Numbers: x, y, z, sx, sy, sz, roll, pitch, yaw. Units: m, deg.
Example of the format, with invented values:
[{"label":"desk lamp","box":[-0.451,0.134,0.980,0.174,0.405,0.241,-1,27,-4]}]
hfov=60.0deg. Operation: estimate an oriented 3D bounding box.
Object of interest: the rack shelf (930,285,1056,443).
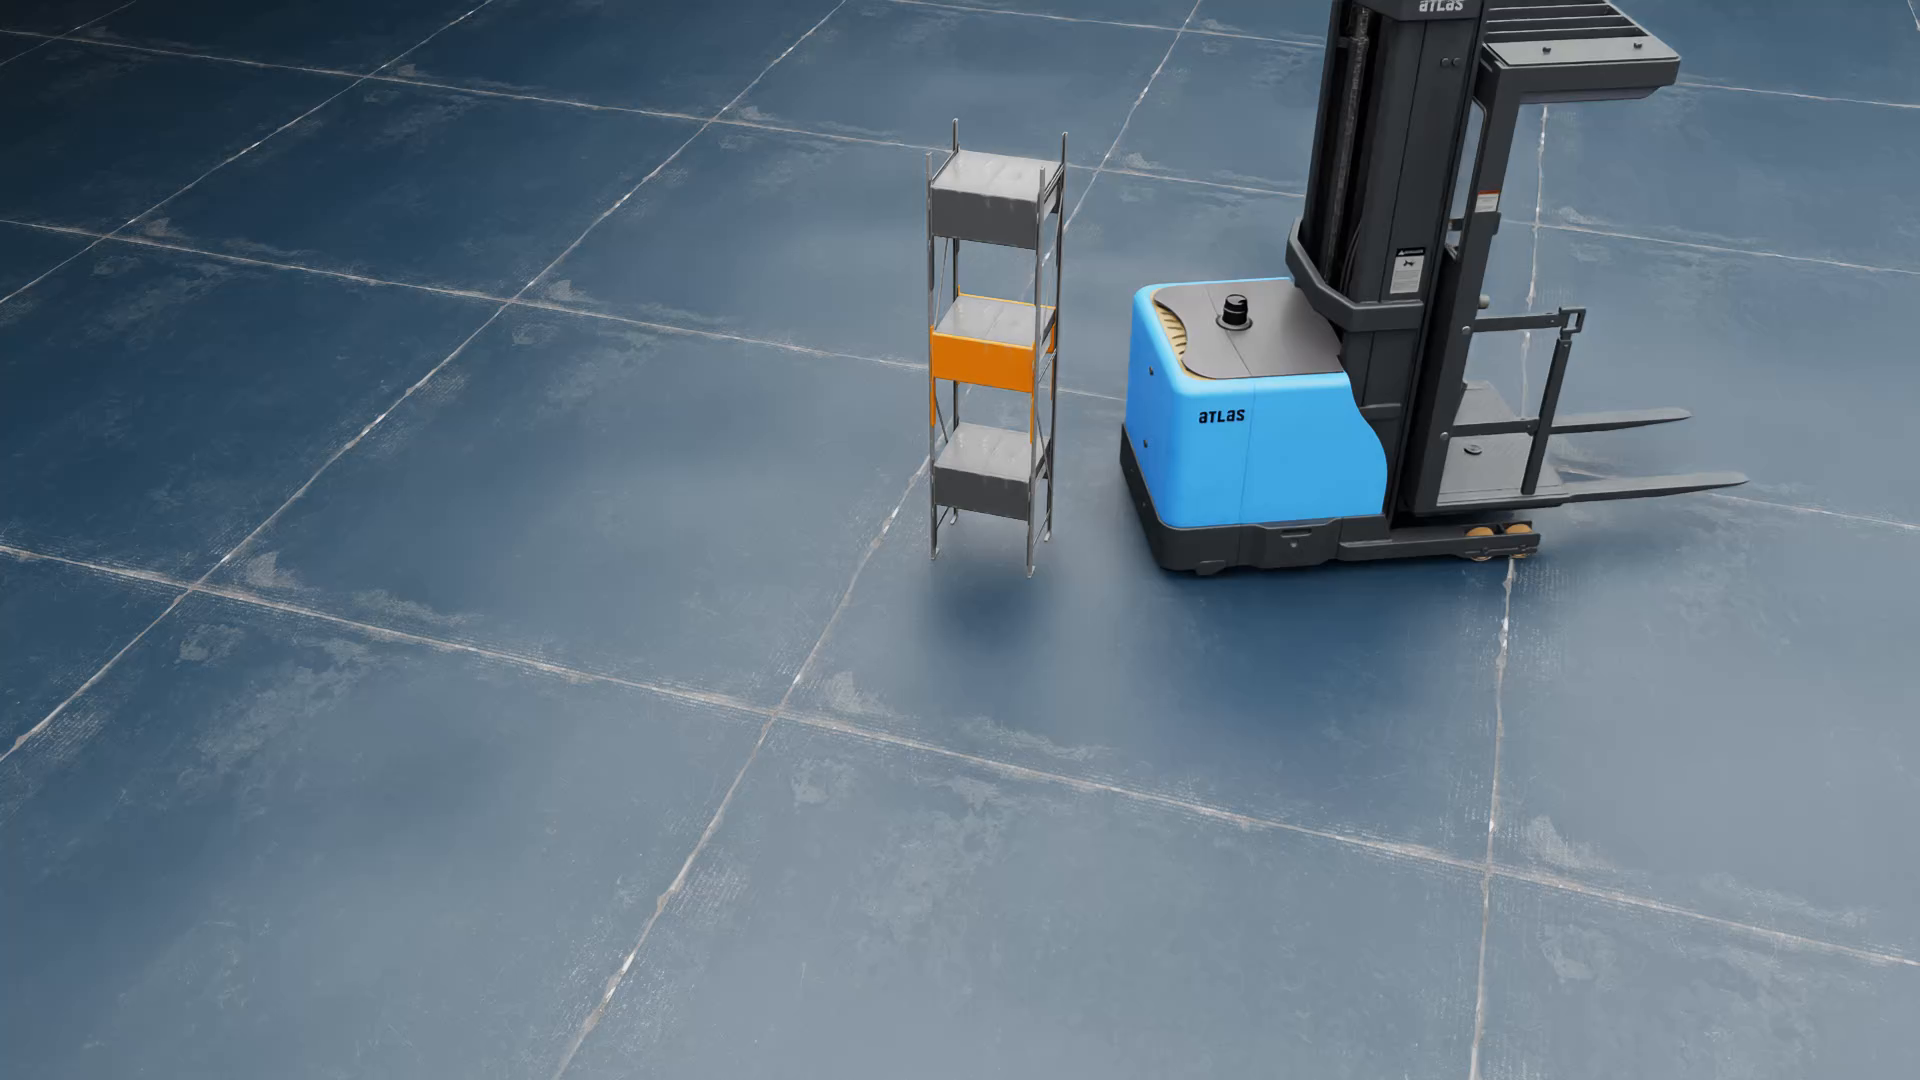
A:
[{"label":"rack shelf","box":[0.158,-0.805,7.596,0.480,0.518,0.431,10,38,14]}]

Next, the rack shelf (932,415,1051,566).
[{"label":"rack shelf","box":[0.158,-0.242,8.011,0.480,0.518,0.431,10,38,14]}]

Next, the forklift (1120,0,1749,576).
[{"label":"forklift","box":[2.389,-1.386,7.660,3.031,2.935,1.130,-4,37,-6]}]

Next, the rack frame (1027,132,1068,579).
[{"label":"rack frame","box":[0.391,-0.773,7.529,0.015,2.100,0.400,10,38,14]}]

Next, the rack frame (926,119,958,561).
[{"label":"rack frame","box":[-0.075,-0.860,7.646,0.015,2.100,0.400,10,38,14]}]

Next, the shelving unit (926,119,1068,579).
[{"label":"shelving unit","box":[0.158,-0.816,7.588,0.503,2.100,0.431,10,38,14]}]

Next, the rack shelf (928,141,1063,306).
[{"label":"rack shelf","box":[0.158,-1.369,7.181,0.480,0.518,0.431,10,38,14]}]
